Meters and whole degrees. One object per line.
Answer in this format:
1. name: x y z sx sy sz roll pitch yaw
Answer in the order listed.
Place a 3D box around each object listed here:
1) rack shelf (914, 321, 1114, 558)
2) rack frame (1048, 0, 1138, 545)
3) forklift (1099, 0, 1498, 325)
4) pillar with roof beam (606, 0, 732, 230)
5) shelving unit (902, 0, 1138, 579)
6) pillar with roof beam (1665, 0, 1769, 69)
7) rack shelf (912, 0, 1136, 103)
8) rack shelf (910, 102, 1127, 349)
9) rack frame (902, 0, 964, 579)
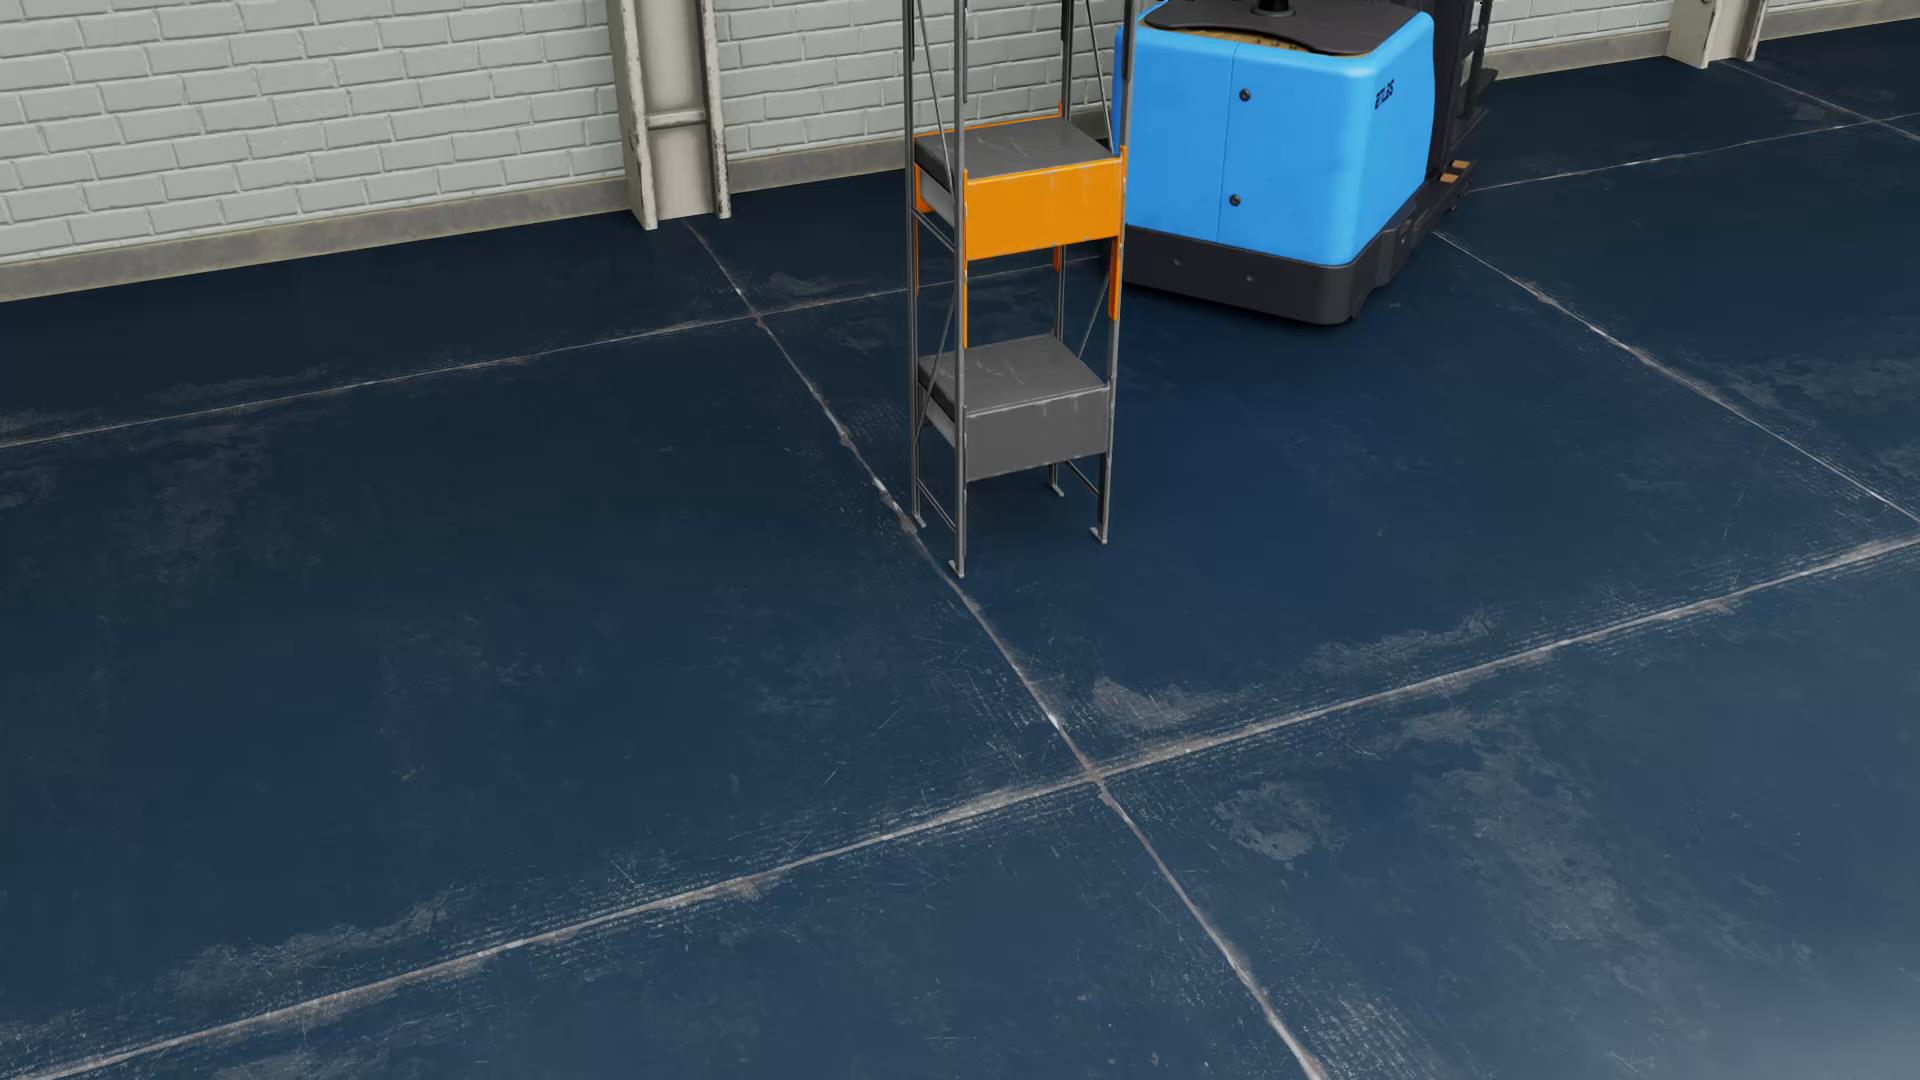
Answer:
1. rack shelf: 0.153 -0.317 5.120 0.480 0.518 0.431 -13 35 -19
2. rack frame: 0.378 -0.967 4.810 0.015 2.100 0.400 -13 35 -19
3. forklift: 1.732 -2.833 6.916 1.130 2.935 3.031 17 37 24
4. pillar with roof beam: 0.398 -3.096 1.758 0.400 9.000 9.100 -13 35 -19
5. shelving unit: 0.153 -0.915 4.731 0.503 2.100 0.431 -13 35 -19
6. pillar with roof beam: 5.930 -4.363 3.705 0.400 9.000 9.100 -13 35 -19
7. rack shelf: 0.153 -1.490 4.357 0.480 0.518 0.431 -13 35 -19
8. rack shelf: 0.153 -0.904 4.738 0.480 0.518 0.431 -13 35 -19
9. rack frame: -0.072 -0.864 4.652 0.015 2.100 0.400 -13 35 -19
